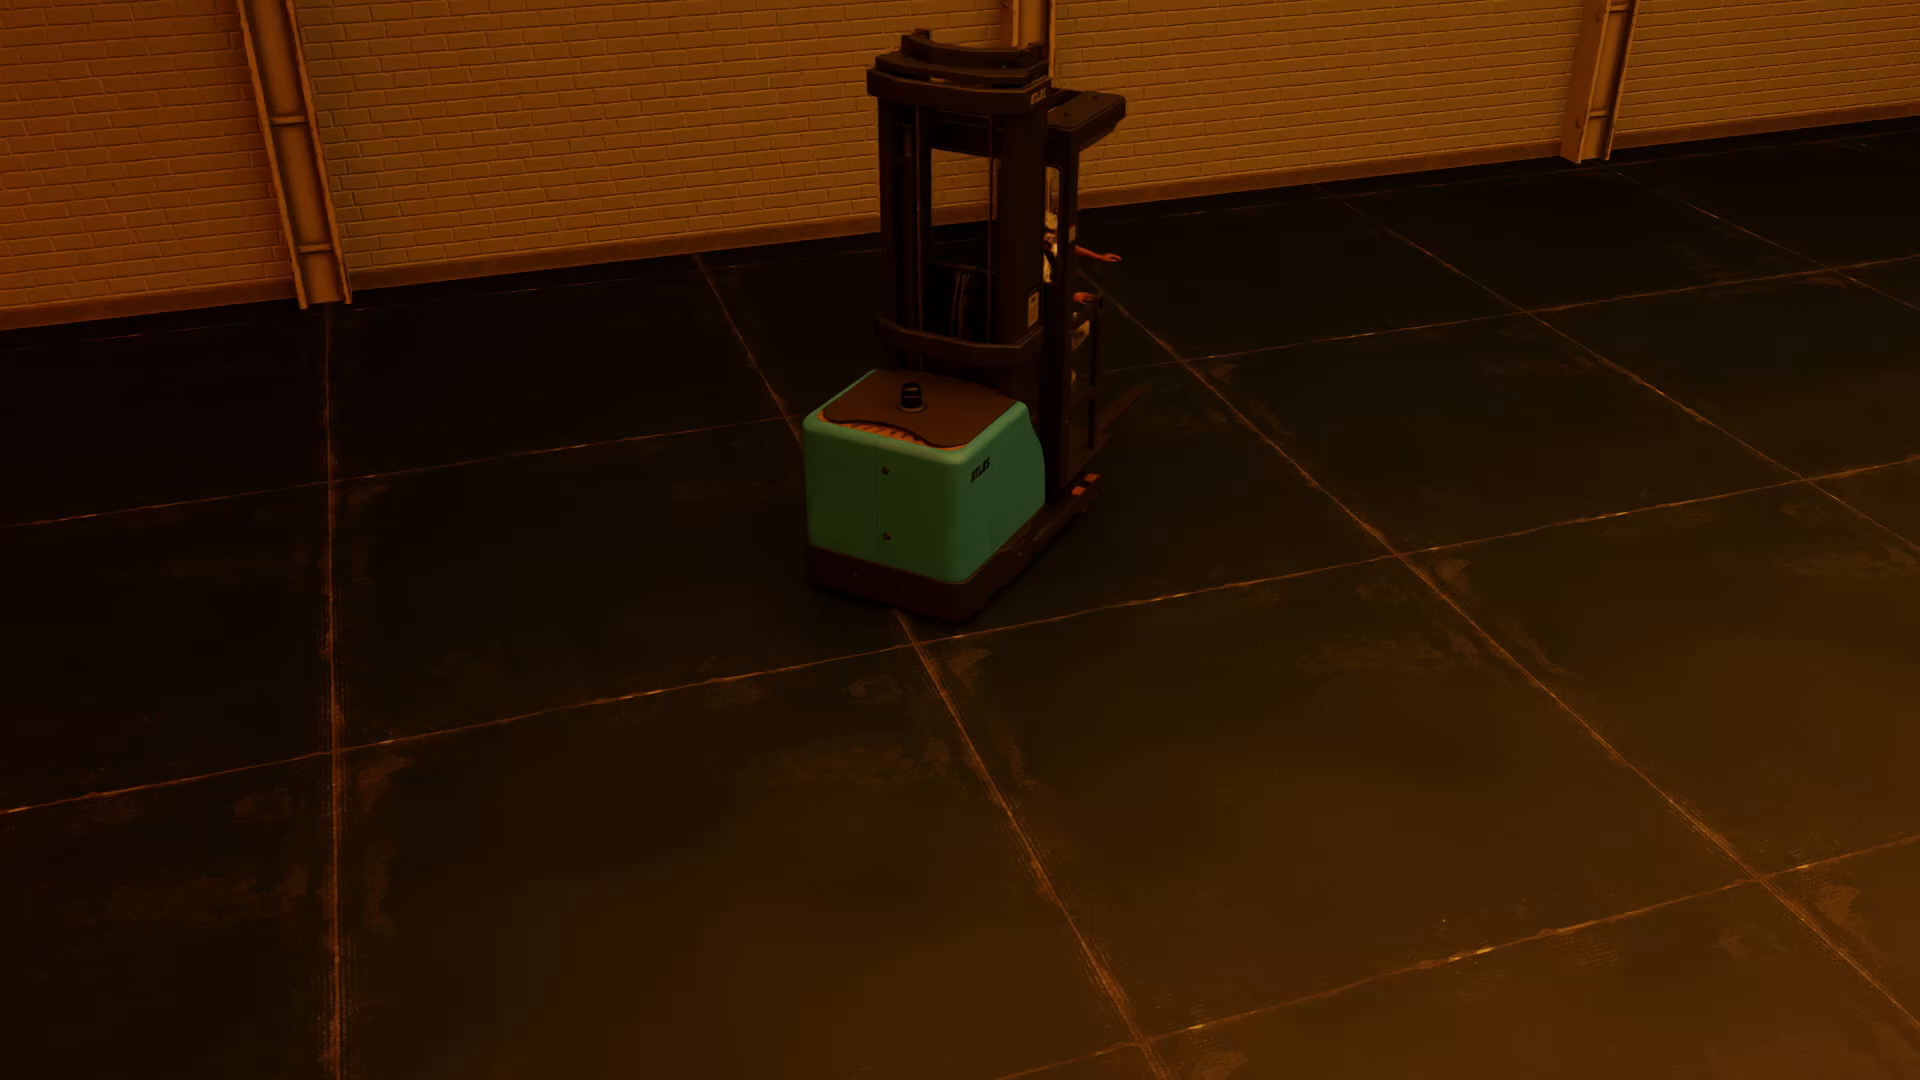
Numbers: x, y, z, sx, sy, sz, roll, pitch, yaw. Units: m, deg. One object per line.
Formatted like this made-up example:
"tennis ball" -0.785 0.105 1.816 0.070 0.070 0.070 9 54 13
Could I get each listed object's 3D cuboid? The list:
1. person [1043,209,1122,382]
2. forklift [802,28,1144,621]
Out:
"person" 0.628 -1.527 11.224 0.671 1.421 1.098 15 33 24
"forklift" 0.257 -1.533 9.752 1.130 2.935 3.031 15 33 24
